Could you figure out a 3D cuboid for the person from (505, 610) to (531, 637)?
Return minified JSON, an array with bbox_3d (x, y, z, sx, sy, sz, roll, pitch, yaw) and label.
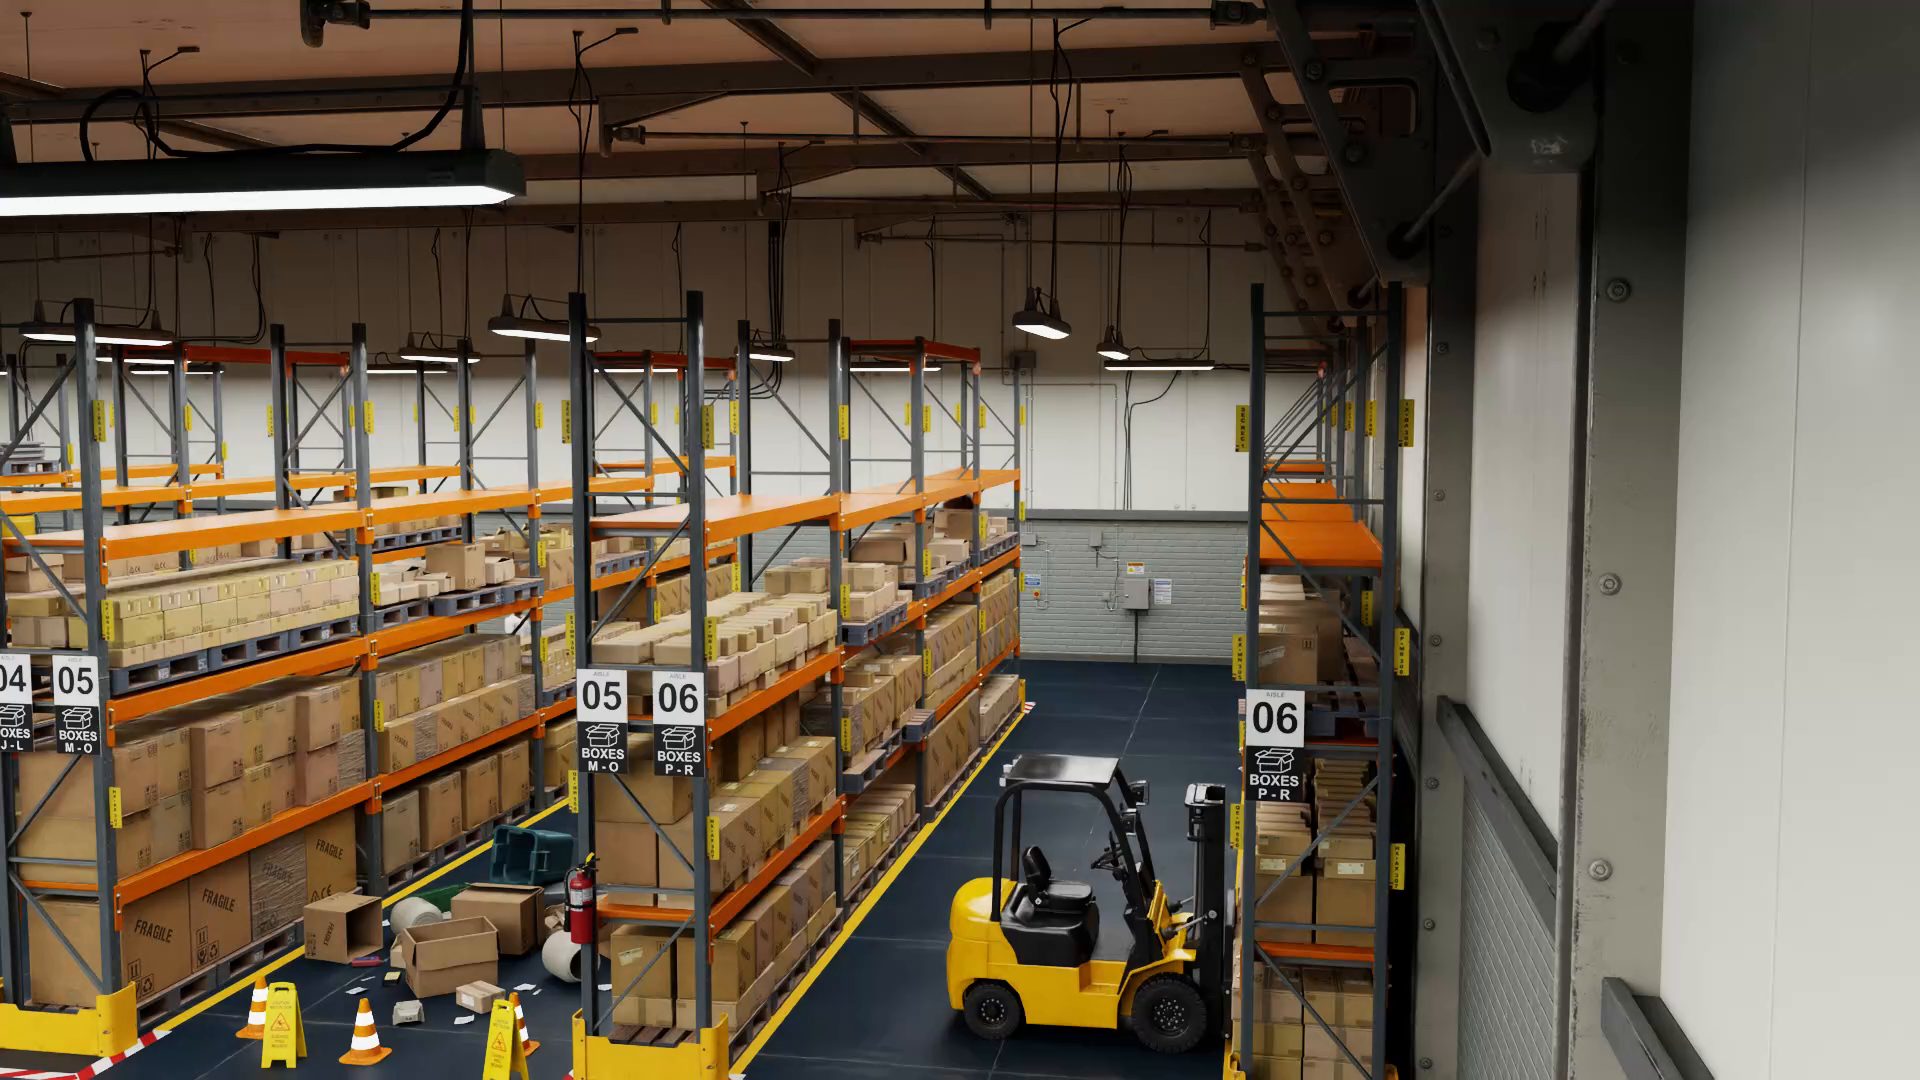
[{"bbox_3d":[-7.716,1.917,29.389,0.558,1.763,0.587,0,5,2],"label":"person"}]
